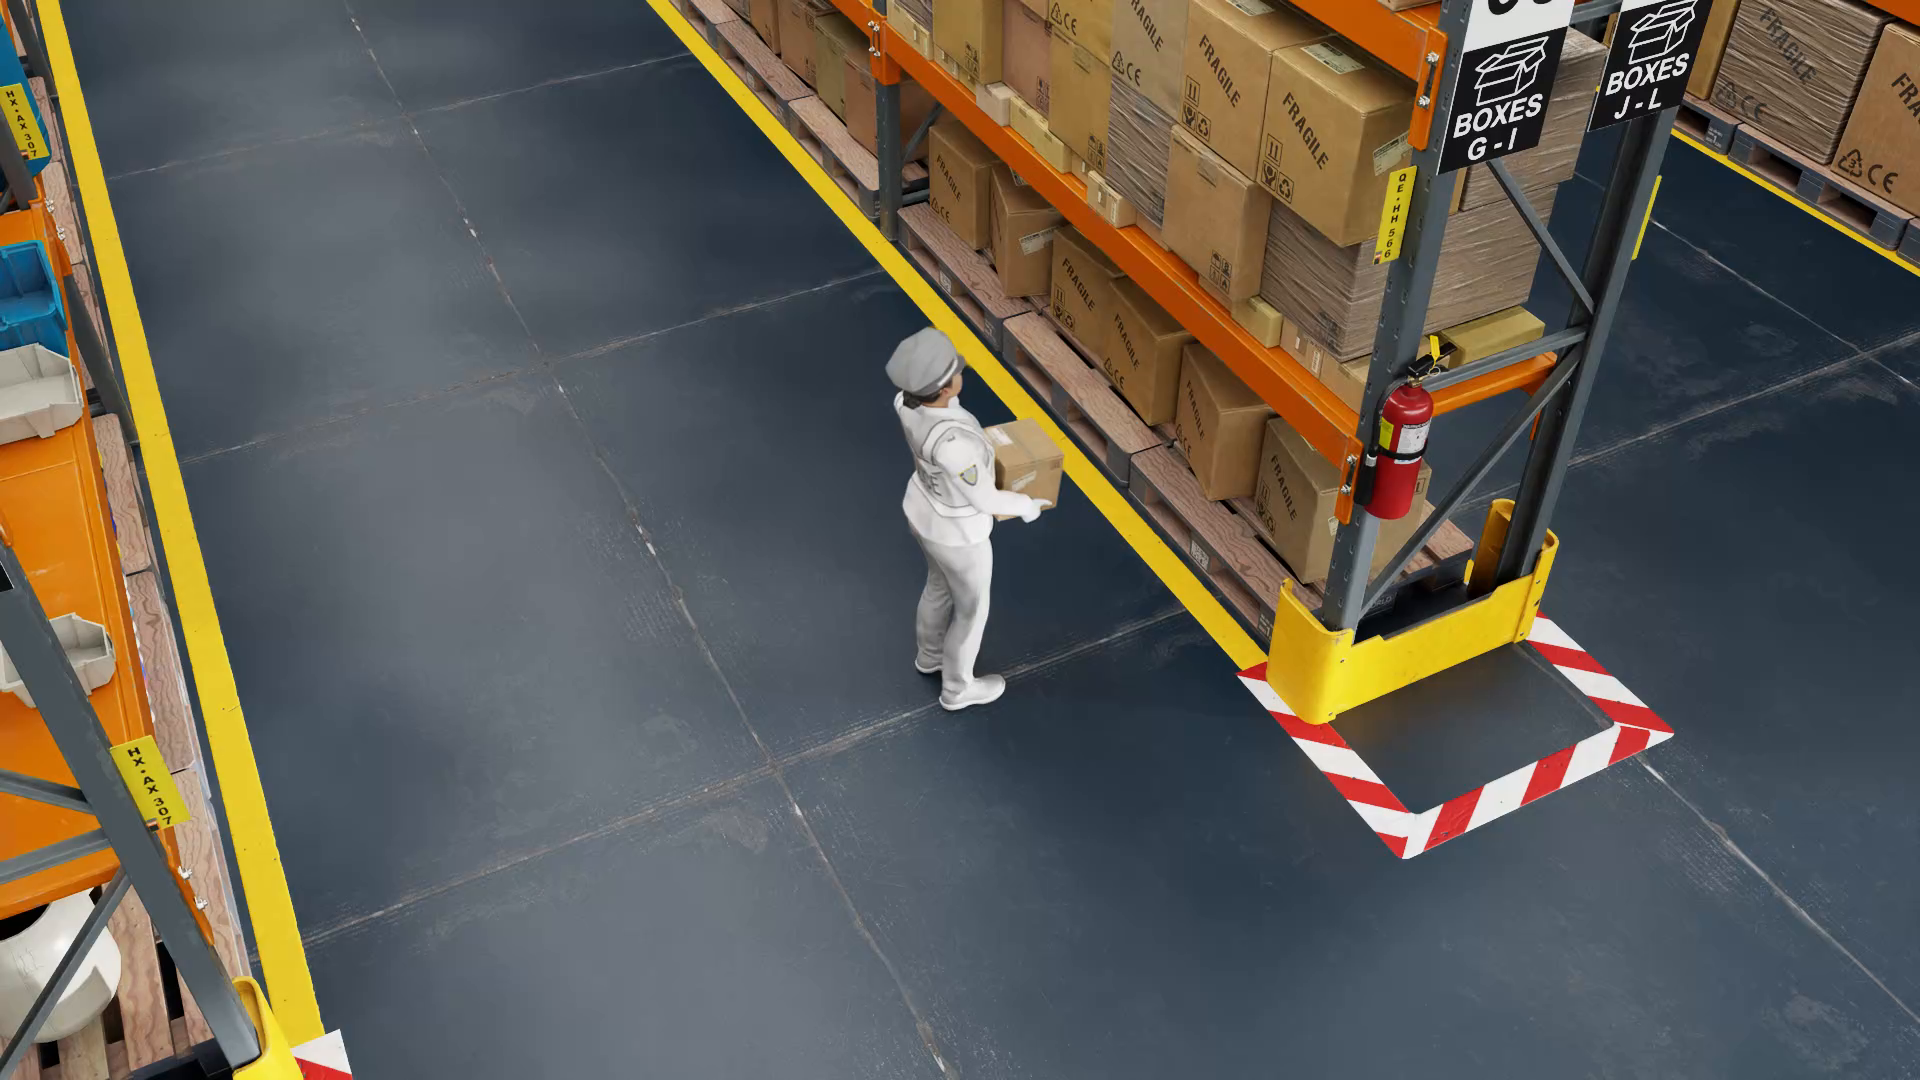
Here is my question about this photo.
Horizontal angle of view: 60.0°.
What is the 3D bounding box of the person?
[{"bbox_3d":[0.027,-0.084,6.234,0.563,1.686,0.460,-19,45,-20],"label":"person"}]
